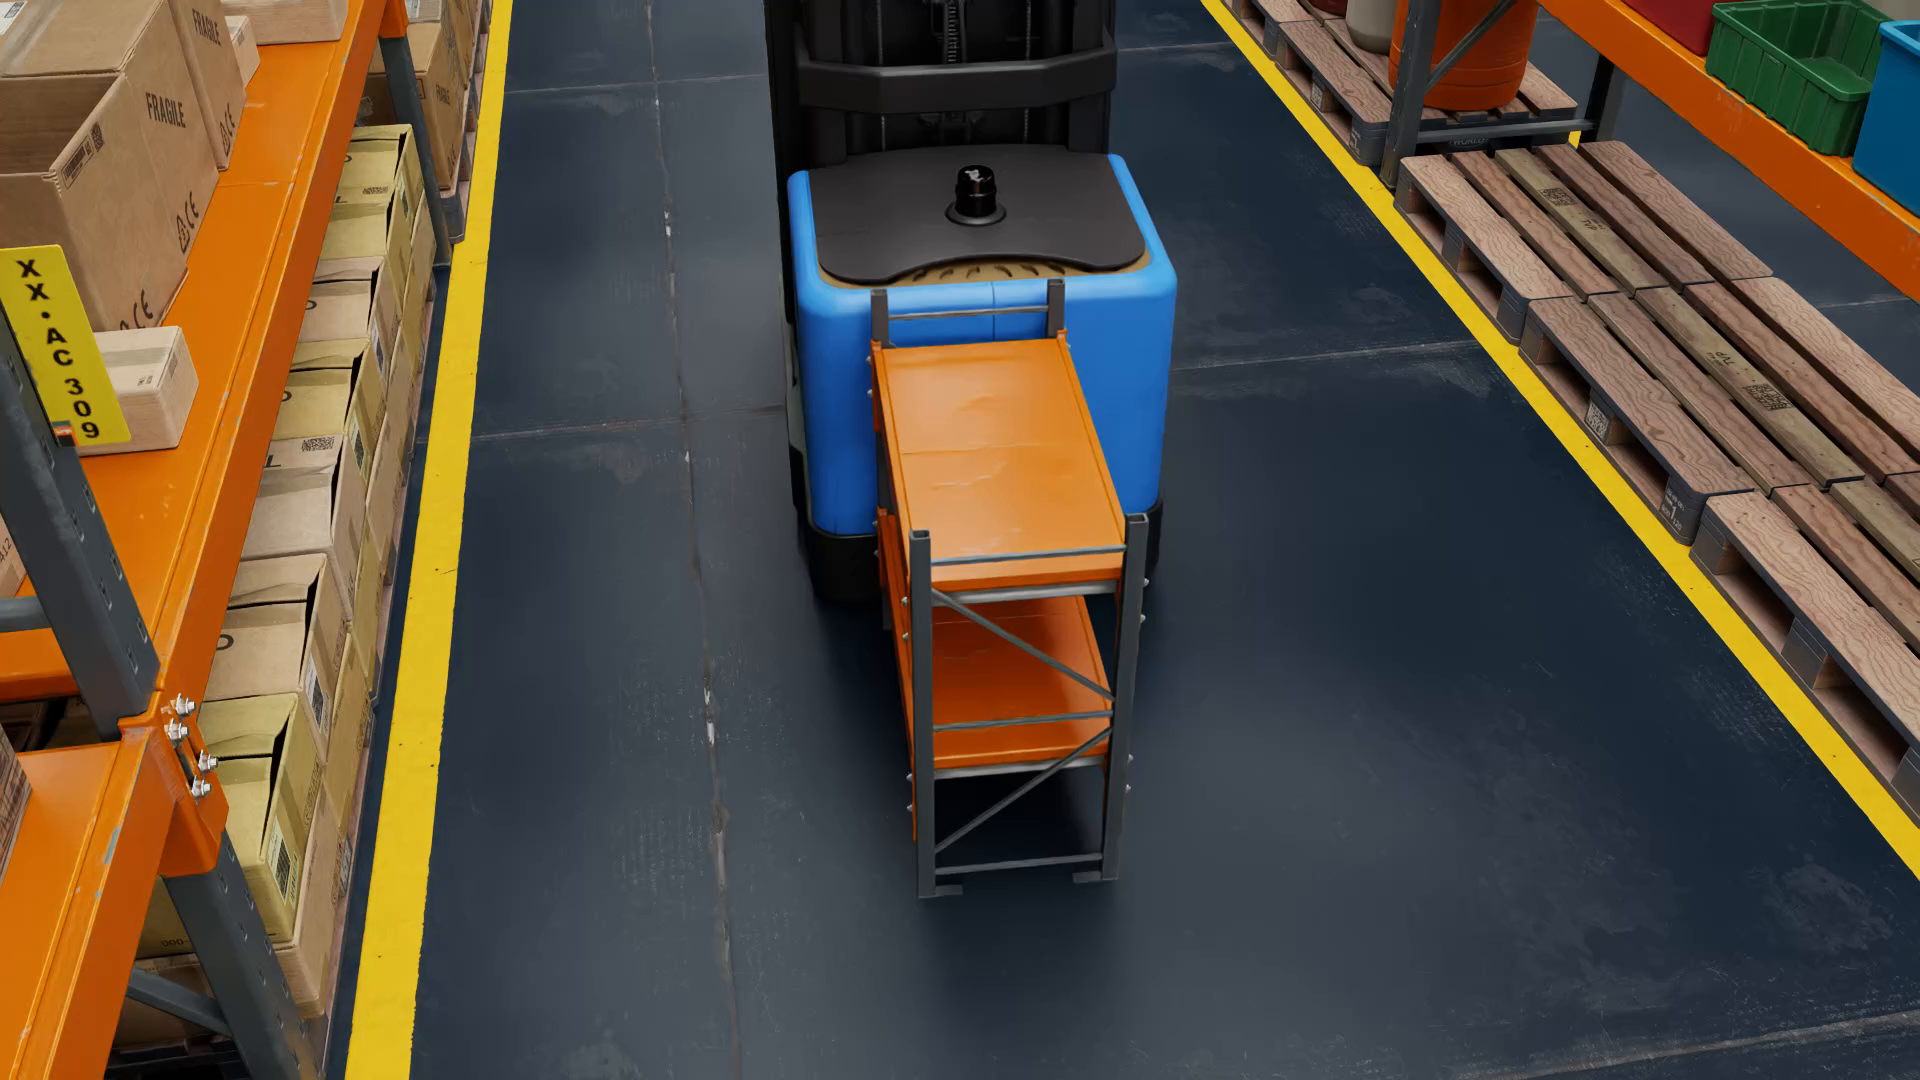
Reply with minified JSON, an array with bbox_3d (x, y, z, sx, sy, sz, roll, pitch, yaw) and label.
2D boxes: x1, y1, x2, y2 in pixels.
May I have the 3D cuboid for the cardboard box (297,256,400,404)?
[{"bbox_3d":[-2.020,-0.648,5.081,0.500,0.311,0.500,-6,38,-8],"label":"cardboard box"}]

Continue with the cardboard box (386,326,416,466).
[{"bbox_3d":[-2.027,-0.428,5.255,0.500,0.250,0.500,-5,38,-7],"label":"cardboard box"}]

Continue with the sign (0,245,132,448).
[{"bbox_3d":[-1.291,-0.273,2.386,0.100,0.325,0.005,-6,38,-8],"label":"sign"}]

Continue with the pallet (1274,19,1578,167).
[{"bbox_3d":[2.160,-2.156,7.853,1.003,0.211,1.213,-6,38,-8],"label":"pallet"}]

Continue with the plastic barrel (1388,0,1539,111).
[{"bbox_3d":[2.237,-2.388,7.305,0.600,0.830,0.708,-6,38,-8],"label":"plastic barrel"}]

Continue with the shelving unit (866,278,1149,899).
[{"bbox_3d":[0.083,0.106,4.197,0.538,1.125,1.048,-4,38,-5],"label":"shelving unit"}]

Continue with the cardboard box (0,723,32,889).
[{"bbox_3d":[-1.753,0.389,2.223,0.700,0.500,0.500,-7,38,-9],"label":"cardboard box"}]

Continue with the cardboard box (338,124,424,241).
[{"bbox_3d":[-2.204,-1.267,5.877,0.500,0.311,0.500,-5,38,-7],"label":"cardboard box"}]

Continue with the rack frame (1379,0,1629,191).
[{"bbox_3d":[2.339,-2.785,6.390,1.000,3.000,0.127,-6,38,-8],"label":"rack frame"}]

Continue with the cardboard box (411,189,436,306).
[{"bbox_3d":[-2.206,-1.043,6.047,0.500,0.250,0.500,-5,38,-7],"label":"cardboard box"}]

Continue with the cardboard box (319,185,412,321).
[{"bbox_3d":[-2.106,-0.953,5.474,0.500,0.311,0.500,-7,38,-9],"label":"cardboard box"}]

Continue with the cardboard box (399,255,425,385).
[{"bbox_3d":[-2.112,-0.732,5.647,0.500,0.250,0.500,-7,38,-8],"label":"cardboard box"}]

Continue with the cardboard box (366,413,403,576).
[{"bbox_3d":[-1.934,-0.118,4.856,0.500,0.250,0.500,-6,38,-7],"label":"cardboard box"}]

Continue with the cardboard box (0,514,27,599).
[{"bbox_3d":[-1.966,-0.072,3.020,0.500,0.250,0.500,-4,38,-5],"label":"cardboard box"}]

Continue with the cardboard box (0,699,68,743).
[{"bbox_3d":[-2.287,0.332,3.819,0.500,0.311,0.500,-5,38,-7],"label":"cardboard box"}]

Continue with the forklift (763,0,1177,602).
[{"bbox_3d":[-0.091,-1.872,5.270,1.130,2.935,3.031,-4,38,-5],"label":"forklift"}]

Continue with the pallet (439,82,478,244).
[{"bbox_3d":[-2.632,-1.609,7.149,1.003,0.211,1.213,-6,38,-8],"label":"pallet"}]

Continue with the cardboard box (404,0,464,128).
[{"bbox_3d":[-2.434,-2.063,7.139,0.500,0.500,0.500,-8,38,-10],"label":"cardboard box"}]

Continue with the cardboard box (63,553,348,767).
[{"bbox_3d":[-1.747,0.280,3.886,0.500,0.311,0.500,-7,38,-8],"label":"cardboard box"}]

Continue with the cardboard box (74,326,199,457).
[{"bbox_3d":[-1.791,-0.297,3.392,0.380,0.149,0.250,-6,38,-8],"label":"cardboard box"}]

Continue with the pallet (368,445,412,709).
[{"bbox_3d":[-2.222,0.083,4.971,1.003,0.211,1.213,-6,38,-8],"label":"pallet"}]

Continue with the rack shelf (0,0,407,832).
[{"bbox_3d":[-2.187,-0.763,4.373,1.077,0.370,4.000,-6,38,-8],"label":"rack shelf"}]

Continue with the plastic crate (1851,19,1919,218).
[{"bbox_3d":[2.541,-0.996,4.100,0.392,0.384,0.575,-6,38,-8],"label":"plastic crate"}]

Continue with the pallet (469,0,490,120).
[{"bbox_3d":[-2.842,-2.344,8.095,1.003,0.211,1.213,-6,38,-8],"label":"pallet"}]

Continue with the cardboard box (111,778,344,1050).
[{"bbox_3d":[-1.664,0.811,3.660,0.500,0.250,0.500,-7,38,-9],"label":"cardboard box"}]

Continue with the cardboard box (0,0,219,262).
[{"bbox_3d":[-2.135,-0.965,3.965,0.500,0.500,0.500,-6,38,-8],"label":"cardboard box"}]

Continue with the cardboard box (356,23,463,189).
[{"bbox_3d":[-2.336,-1.747,6.733,0.500,0.500,0.500,-5,38,-6],"label":"cardboard box"}]

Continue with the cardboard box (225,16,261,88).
[{"bbox_3d":[-2.259,-1.392,4.801,0.380,0.149,0.250,-4,38,-5],"label":"cardboard box"}]

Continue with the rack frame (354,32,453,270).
[{"bbox_3d":[-2.538,-2.255,5.708,1.000,3.000,0.127,-6,38,-8],"label":"rack frame"}]

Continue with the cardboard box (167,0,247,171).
[{"bbox_3d":[-2.228,-1.283,4.375,0.500,0.500,0.500,-8,39,-10],"label":"cardboard box"}]

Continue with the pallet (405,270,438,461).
[{"bbox_3d":[-2.432,-0.652,5.918,1.003,0.211,1.213,-6,38,-8],"label":"pallet"}]

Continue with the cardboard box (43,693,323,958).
[{"bbox_3d":[-1.664,0.583,3.496,0.500,0.311,0.500,-6,38,-8],"label":"cardboard box"}]

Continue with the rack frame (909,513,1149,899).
[{"bbox_3d":[0.144,0.415,3.799,0.500,1.125,0.032,-4,38,-5],"label":"rack frame"}]

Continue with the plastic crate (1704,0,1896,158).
[{"bbox_3d":[2.457,-1.307,4.660,0.450,0.188,0.662,-6,38,-8],"label":"plastic crate"}]

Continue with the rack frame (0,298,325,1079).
[{"bbox_3d":[-1.840,0.161,2.597,0.949,2.616,0.053,-6,38,-8],"label":"rack frame"}]

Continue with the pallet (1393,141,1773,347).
[{"bbox_3d":[2.437,-1.212,6.638,1.003,0.211,1.213,-6,38,-8],"label":"pallet"}]

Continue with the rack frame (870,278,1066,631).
[{"bbox_3d":[0.021,-0.204,4.596,0.500,1.125,0.032,-4,38,-5],"label":"rack frame"}]

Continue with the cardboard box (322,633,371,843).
[{"bbox_3d":[-1.752,0.502,4.058,0.500,0.250,0.500,-5,38,-7],"label":"cardboard box"}]

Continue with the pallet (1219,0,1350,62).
[{"bbox_3d":[1.950,-2.891,8.800,1.003,0.211,1.213,-6,38,-8],"label":"pallet"}]

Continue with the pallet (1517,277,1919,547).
[{"bbox_3d":[2.647,-0.477,5.692,1.003,0.211,1.213,-6,38,-8],"label":"pallet"}]

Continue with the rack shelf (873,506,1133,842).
[{"bbox_3d":[0.083,0.299,4.347,0.538,0.278,1.000,-4,38,-5],"label":"rack shelf"}]

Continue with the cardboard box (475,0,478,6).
[{"bbox_3d":[-2.705,-2.988,8.330,0.500,0.500,0.500,-6,38,-7],"label":"cardboard box"}]

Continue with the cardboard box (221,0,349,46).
[{"bbox_3d":[-2.108,-1.642,5.124,0.380,0.149,0.250,-6,38,-8],"label":"cardboard box"}]

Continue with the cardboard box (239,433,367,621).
[{"bbox_3d":[-1.838,-0.032,4.288,0.500,0.311,0.500,-7,38,-9],"label":"cardboard box"}]

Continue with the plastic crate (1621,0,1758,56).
[{"bbox_3d":[2.321,-1.802,5.072,0.402,0.464,0.583,-6,38,-8],"label":"plastic crate"}]

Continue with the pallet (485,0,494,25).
[{"bbox_3d":[-3.059,-3.082,9.046,1.003,0.211,1.213,-6,38,-8],"label":"pallet"}]

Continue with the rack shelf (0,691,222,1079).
[{"bbox_3d":[-1.486,1.653,1.263,1.077,0.370,4.000,-6,38,-8],"label":"rack shelf"}]

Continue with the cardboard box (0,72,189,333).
[{"bbox_3d":[-2.048,-0.662,3.576,0.500,0.500,0.500,-4,38,-5],"label":"cardboard box"}]

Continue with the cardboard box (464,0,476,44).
[{"bbox_3d":[-2.613,-2.681,7.935,0.500,0.500,0.500,-7,38,-9],"label":"cardboard box"}]

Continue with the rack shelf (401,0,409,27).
[{"bbox_3d":[-2.889,-3.179,7.483,1.077,0.370,4.000,-6,38,-8],"label":"rack shelf"}]

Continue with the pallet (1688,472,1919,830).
[{"bbox_3d":[2.865,0.262,4.741,1.003,0.211,1.213,-6,38,-8],"label":"pallet"}]

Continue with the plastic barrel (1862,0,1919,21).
[{"bbox_3d":[2.884,-1.729,4.920,0.433,0.535,0.433,0,38,0],"label":"plastic barrel"}]

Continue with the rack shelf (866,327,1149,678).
[{"bbox_3d":[0.083,-0.126,4.018,0.538,0.278,1.000,-4,38,-5],"label":"rack shelf"}]

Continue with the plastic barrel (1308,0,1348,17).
[{"bbox_3d":[2.039,-2.975,8.257,0.600,0.588,0.708,-6,38,-8],"label":"plastic barrel"}]

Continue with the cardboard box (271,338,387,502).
[{"bbox_3d":[-1.935,-0.345,4.691,0.500,0.311,0.500,-5,38,-7],"label":"cardboard box"}]

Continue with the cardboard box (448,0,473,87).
[{"bbox_3d":[-2.517,-2.366,7.530,0.500,0.500,0.500,-7,38,-9],"label":"cardboard box"}]

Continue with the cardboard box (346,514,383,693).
[{"bbox_3d":[-1.845,0.189,4.460,0.500,0.250,0.500,-7,38,-9],"label":"cardboard box"}]

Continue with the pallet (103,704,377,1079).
[{"bbox_3d":[-2.004,0.821,4.021,1.003,0.211,1.213,-6,38,-8],"label":"pallet"}]
